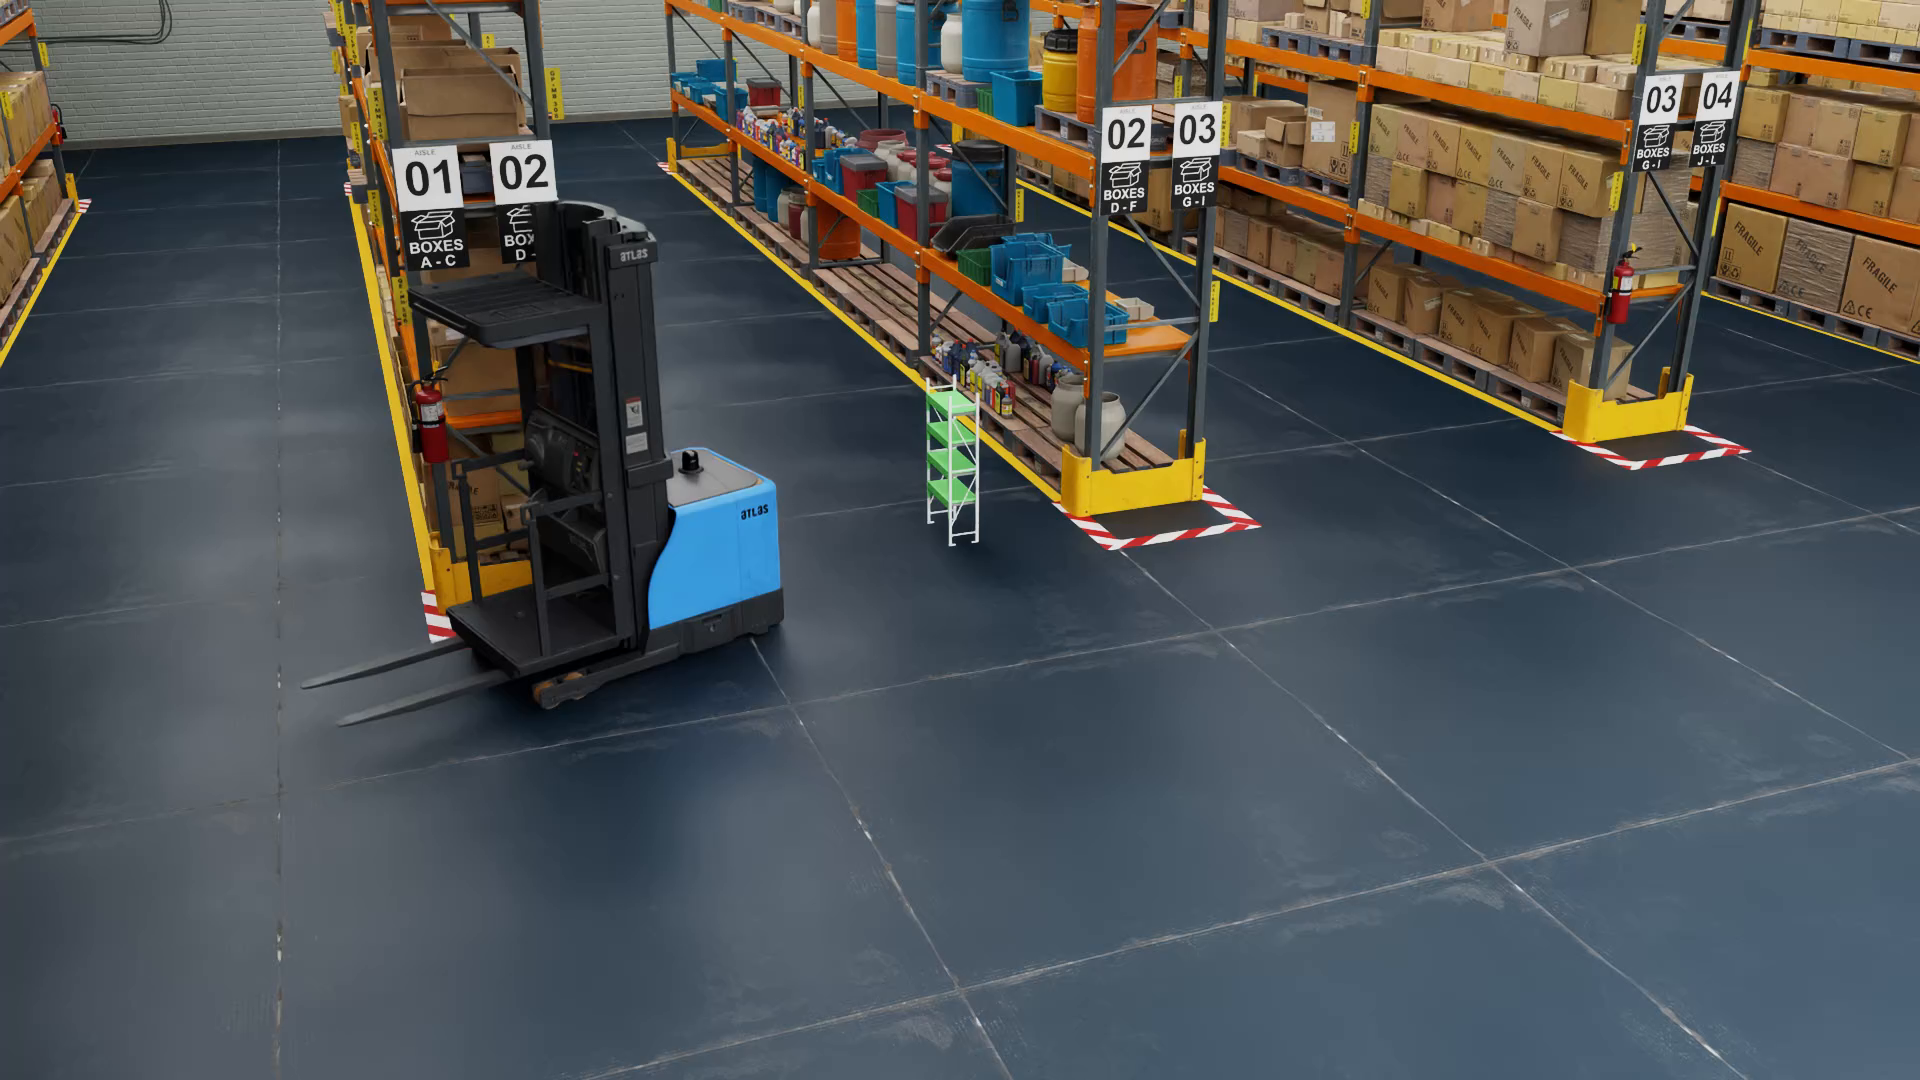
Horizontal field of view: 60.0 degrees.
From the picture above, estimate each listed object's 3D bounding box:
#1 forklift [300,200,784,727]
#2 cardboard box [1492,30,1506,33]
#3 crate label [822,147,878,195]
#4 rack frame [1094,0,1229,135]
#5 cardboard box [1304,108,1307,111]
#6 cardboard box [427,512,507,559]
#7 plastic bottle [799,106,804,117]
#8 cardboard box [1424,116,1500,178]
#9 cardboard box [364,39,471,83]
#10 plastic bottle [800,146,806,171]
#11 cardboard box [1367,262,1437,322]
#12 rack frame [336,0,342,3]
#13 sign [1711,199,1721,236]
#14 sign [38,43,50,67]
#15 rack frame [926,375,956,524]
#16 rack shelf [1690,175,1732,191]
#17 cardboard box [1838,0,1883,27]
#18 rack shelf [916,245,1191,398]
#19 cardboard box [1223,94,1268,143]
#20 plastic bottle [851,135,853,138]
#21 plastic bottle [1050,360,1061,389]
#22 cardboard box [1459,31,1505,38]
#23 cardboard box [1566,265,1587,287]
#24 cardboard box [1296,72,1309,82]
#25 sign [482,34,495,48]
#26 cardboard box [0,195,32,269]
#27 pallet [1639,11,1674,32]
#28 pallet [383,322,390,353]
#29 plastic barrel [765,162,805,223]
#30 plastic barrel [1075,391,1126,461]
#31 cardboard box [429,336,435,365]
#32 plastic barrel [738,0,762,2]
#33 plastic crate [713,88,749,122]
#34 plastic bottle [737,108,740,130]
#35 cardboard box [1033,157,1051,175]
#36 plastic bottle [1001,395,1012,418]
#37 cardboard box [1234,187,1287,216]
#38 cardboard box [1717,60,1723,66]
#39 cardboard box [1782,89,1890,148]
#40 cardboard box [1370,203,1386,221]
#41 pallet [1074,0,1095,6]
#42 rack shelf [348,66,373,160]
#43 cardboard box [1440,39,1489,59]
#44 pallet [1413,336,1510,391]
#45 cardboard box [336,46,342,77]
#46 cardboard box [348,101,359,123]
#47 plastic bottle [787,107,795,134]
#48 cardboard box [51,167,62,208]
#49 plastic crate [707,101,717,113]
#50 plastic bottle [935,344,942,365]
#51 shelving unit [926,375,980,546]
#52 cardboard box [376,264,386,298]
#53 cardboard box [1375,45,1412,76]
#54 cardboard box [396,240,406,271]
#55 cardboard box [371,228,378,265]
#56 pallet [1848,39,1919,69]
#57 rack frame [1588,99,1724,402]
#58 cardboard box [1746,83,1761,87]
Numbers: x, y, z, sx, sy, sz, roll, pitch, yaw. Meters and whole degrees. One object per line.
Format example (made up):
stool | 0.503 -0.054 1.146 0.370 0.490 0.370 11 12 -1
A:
forklift | -2.667 -0.528 10.353 3.031 2.935 1.130 -18 29 -36
cardboard box | 10.000 -8.997 30.229 0.500 0.500 0.500 -8 24 -19
crate label | -1.249 -4.204 18.940 0.502 0.435 0.616 -8 24 -19
rack frame | 1.479 -4.444 11.830 1.000 3.000 0.127 -8 24 -19
cardboard box | 5.985 -7.444 29.037 0.380 0.149 0.250 -7 24 -17
cardboard box | -3.622 -0.082 12.205 0.500 0.250 0.500 -8 24 -19
plastic bottle | -2.129 -5.727 22.664 0.144 0.351 0.185 -8 24 -19
cardboard box | 4.975 -3.894 16.452 0.500 0.500 0.500 -8 24 -19
cardboard box | -4.105 -3.526 12.662 0.797 0.503 0.637 -6 24 -13
plastic bottle | -1.889 -4.621 20.124 0.061 0.283 0.133 -8 24 -19
cardboard box | 4.804 -2.703 18.102 0.500 0.500 0.500 -9 25 -21
rack frame | -7.395 -8.125 20.566 1.000 3.000 0.127 -8 24 -19
sign | 6.620 -2.832 14.616 0.100 0.325 0.005 -8 24 -19
sign | -12.929 -6.845 23.457 0.100 0.325 0.005 -8 24 -19
rack frame | -0.145 -0.702 12.994 0.240 1.200 0.015 -8 24 -19
rack shelf | 8.669 -4.851 21.447 1.077 0.370 4.000 -8 24 -19
cardboard box | 9.645 -5.563 17.489 0.500 0.250 0.500 -9 24 -20
rack shelf | 0.773 -2.074 14.859 1.077 0.370 4.000 -8 24 -19
cardboard box | 3.515 -5.314 20.951 0.500 0.500 0.500 -12 25 -25
plastic bottle | -1.366 -4.957 20.922 0.061 0.283 0.133 -8 24 -19
plastic bottle | 0.902 -1.561 15.661 0.097 0.271 0.097 0 23 0
cardboard box | 5.263 -5.042 16.791 0.380 0.149 0.250 -10 25 -22
cardboard box | 5.731 -2.409 15.051 0.380 0.149 0.250 -8 24 -19
cardboard box | 5.806 -7.694 27.590 0.380 0.149 0.250 -9 25 -21
sign | -4.051 -4.188 14.318 0.100 0.325 0.005 -8 24 -19
cardboard box | -11.677 -3.665 19.933 0.750 0.750 0.750 -8 24 -18
pallet | 8.637 -6.572 20.985 1.003 0.211 1.213 -7 24 -17
pallet | -5.728 -2.318 18.102 1.003 0.211 1.213 -8 24 -19
plastic barrel | -2.334 -4.809 22.581 0.600 0.901 0.708 -8 24 -19
plastic barrel | 1.175 -0.955 13.939 0.421 0.512 0.421 0 23 0
cardboard box | -3.669 -1.590 12.654 0.700 0.500 0.500 -8 24 -19
plastic barrel | -2.809 -7.452 22.114 0.433 0.535 0.433 0 23 0
plastic crate | -3.244 -6.182 23.623 0.392 0.384 0.575 -8 24 -19
plastic bottle | -3.030 -5.794 22.908 0.061 0.283 0.133 -8 24 -19
cardboard box | 1.715 -6.184 25.879 0.875 0.875 0.875 -8 24 -19
plastic bottle | 0.420 -1.199 14.894 0.097 0.201 0.097 0 23 0
cardboard box | 3.748 -4.231 20.737 0.500 0.250 0.500 -6 23 -13
cardboard box | 11.941 -7.469 25.317 0.500 0.500 0.500 -8 24 -18
cardboard box | 9.777 -4.700 18.579 0.875 0.550 0.550 -8 24 -19
cardboard box | 4.570 -3.484 17.602 0.380 0.149 0.250 -8 24 -19
pallet | 2.244 -7.687 23.633 0.805 0.209 1.217 -9 25 -21
rack shelf | -5.276 -4.232 16.116 1.077 0.370 4.000 -8 24 -19
cardboard box | 4.899 -4.768 16.141 0.380 0.149 0.250 -9 24 -20
pallet | 5.405 -1.844 16.977 1.003 0.211 1.213 -8 24 -19
cardboard box | -8.898 -7.124 24.497 0.500 0.500 0.500 -8 24 -17
cardboard box | -7.135 -5.157 20.577 0.700 0.500 0.500 -5 23 -11
plastic bottle | -2.264 -5.708 22.617 0.144 0.351 0.185 -8 24 -19
cardboard box | -13.101 -4.934 23.396 0.700 0.500 0.500 -8 24 -19
plastic crate | -3.407 -6.310 24.259 0.437 0.125 0.590 -8 24 -19
plastic bottle | -0.196 -1.833 16.397 0.097 0.201 0.097 0 23 0
shelving unit | -0.058 -0.613 12.783 0.258 1.200 0.503 -8 24 -19
cardboard box | -6.072 -2.862 18.079 0.500 0.311 0.500 -7 24 -17
cardboard box | 4.619 -4.927 17.031 0.500 0.250 0.500 -9 25 -21
cardboard box | -5.052 -2.687 15.559 0.396 0.266 0.258 -9 24 -20
cardboard box | -6.715 -3.454 19.859 0.500 0.500 0.500 -9 25 -21
pallet | 10.082 -5.056 17.259 1.003 0.211 1.213 -8 24 -19
rack frame | 6.113 -2.359 14.608 1.000 3.000 0.127 -8 24 -19
cardboard box | 9.195 -5.142 19.796 0.700 0.500 0.500 -9 24 -20
